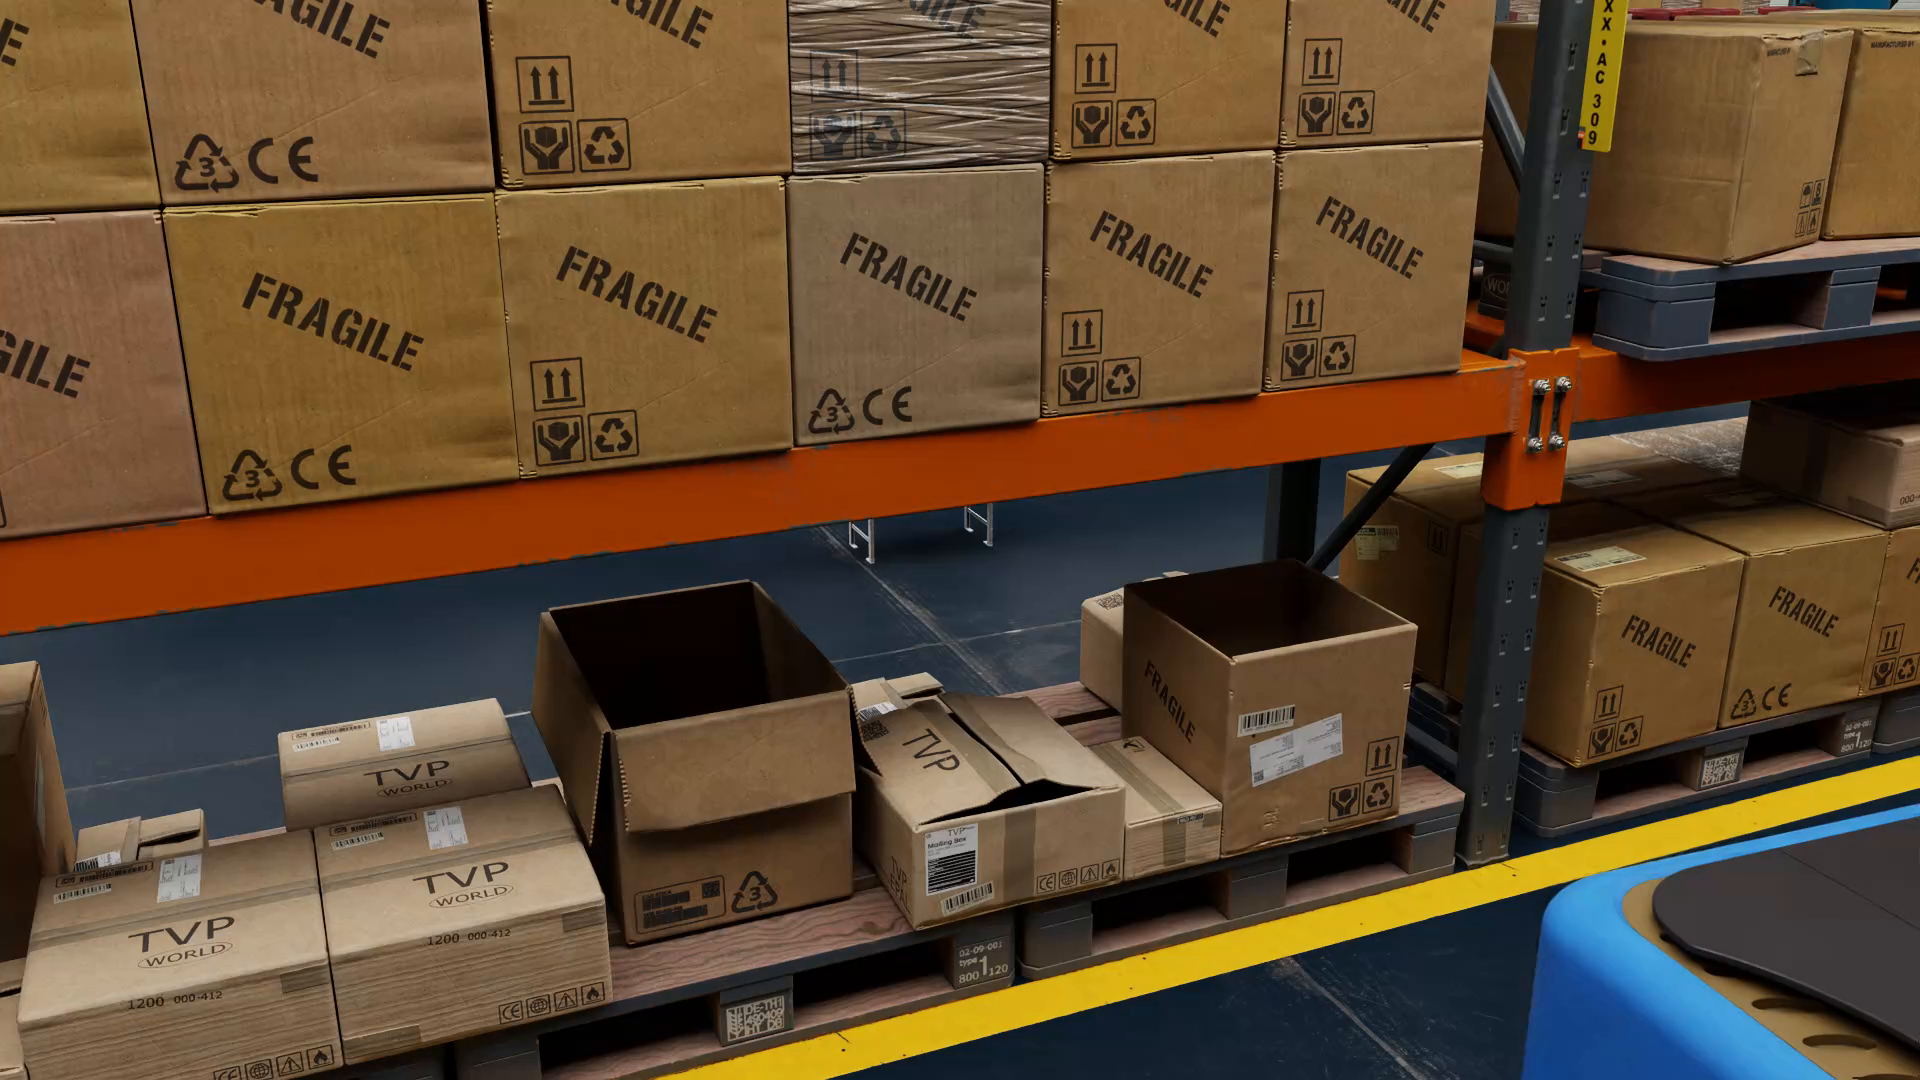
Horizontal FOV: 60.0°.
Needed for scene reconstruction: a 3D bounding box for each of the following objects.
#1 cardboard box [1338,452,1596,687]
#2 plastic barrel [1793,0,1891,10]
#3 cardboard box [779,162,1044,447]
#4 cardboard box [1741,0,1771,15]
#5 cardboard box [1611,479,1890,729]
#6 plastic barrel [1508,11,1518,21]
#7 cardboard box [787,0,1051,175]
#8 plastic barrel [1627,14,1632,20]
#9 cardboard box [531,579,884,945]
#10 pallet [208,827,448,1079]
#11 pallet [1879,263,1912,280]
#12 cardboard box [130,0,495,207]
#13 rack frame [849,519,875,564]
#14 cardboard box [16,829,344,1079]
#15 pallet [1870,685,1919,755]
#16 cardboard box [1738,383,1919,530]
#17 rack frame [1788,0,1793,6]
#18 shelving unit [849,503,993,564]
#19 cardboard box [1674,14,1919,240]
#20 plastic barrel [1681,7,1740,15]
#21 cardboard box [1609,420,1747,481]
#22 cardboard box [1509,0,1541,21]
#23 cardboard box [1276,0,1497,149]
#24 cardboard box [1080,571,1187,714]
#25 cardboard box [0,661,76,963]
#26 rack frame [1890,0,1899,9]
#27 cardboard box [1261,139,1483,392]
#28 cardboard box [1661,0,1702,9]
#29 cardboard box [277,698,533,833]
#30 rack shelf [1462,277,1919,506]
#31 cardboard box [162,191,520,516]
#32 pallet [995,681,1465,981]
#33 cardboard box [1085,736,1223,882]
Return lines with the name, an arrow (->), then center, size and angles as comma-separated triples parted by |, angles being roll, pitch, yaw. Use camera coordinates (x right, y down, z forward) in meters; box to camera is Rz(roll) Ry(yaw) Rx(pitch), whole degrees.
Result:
cardboard box -> 1.475, 0.072, 4.902 | 0.500, 0.500, 0.500 | -8, 21, -22
plastic barrel -> 6.047, -3.589, 11.443 | 0.708, 0.901, 0.600 | -8, 21, -22
cardboard box -> -0.166, -0.514, 3.314 | 0.500, 0.500, 0.500 | -8, 21, -21
cardboard box -> 7.717, -5.471, 16.944 | 0.500, 0.500, 0.875 | -8, 21, -22
cardboard box -> 2.161, 0.161, 4.648 | 0.500, 0.500, 0.500 | -8, 21, -21
plastic barrel -> 3.155, -3.002, 10.327 | 0.708, 0.536, 0.600 | -8, 21, -22
cardboard box -> -0.159, -0.986, 3.150 | 0.500, 0.500, 0.500 | -8, 21, -21
plastic barrel -> 4.096, -3.093, 10.622 | 0.421, 0.512, 0.421 | 0, 19, 0
cardboard box -> -0.588, 0.472, 3.763 | 0.637, 0.503, 0.797 | -8, 21, -22
pallet -> -1.736, 0.979, 3.423 | 1.213, 0.211, 1.003 | -8, 21, -22
pallet -> 3.024, -0.926, 4.923 | 1.213, 0.211, 1.003 | -8, 21, -22
cardboard box -> -1.088, -0.853, 2.772 | 0.500, 0.500, 0.500 | -8, 21, -21
rack frame -> -0.376, -0.512, 6.170 | 0.015, 1.200, 0.240 | -8, 21, -22
cardboard box -> -1.467, 0.818, 3.161 | 0.500, 0.250, 0.500 | -8, 21, -22
pallet -> 2.989, 0.288, 5.387 | 1.213, 0.211, 1.003 | -8, 21, -22
cardboard box -> 2.594, -0.250, 4.688 | 0.500, 0.250, 0.500 | -8, 21, -22
rack frame -> 8.233, -5.347, 17.192 | 0.127, 3.000, 1.000 | -8, 21, -22
shelving unit -> -0.152, -0.544, 6.261 | 0.503, 1.200, 0.258 | -8, 21, -22
cardboard box -> 2.265, -1.096, 4.336 | 0.500, 0.500, 0.700 | -5, 20, -13
plastic barrel -> 4.883, -3.219, 10.944 | 0.433, 0.535, 0.433 | 0, 19, 0
cardboard box -> 2.392, -0.056, 5.267 | 0.500, 0.500, 0.500 | -8, 21, -21
cardboard box -> 4.998, -5.049, 15.746 | 0.500, 0.500, 0.875 | -8, 21, -22
cardboard box -> 0.773, -1.121, 3.532 | 0.500, 0.500, 0.500 | -8, 21, -22
cardboard box -> 0.664, 0.303, 4.532 | 0.500, 0.311, 0.500 | -8, 21, -22
cardboard box -> -2.136, 0.604, 3.392 | 0.500, 0.500, 0.500 | -8, 21, -22
rack frame -> 6.522, -3.311, 11.408 | 0.127, 3.000, 1.000 | -8, 21, -22
cardboard box -> 0.778, -0.650, 3.702 | 0.500, 0.500, 0.500 | -8, 21, -21
cardboard box -> 6.829, -5.316, 16.504 | 0.500, 0.500, 0.875 | -8, 21, -22
cardboard box -> -1.252, 0.606, 3.762 | 0.500, 0.250, 0.500 | -8, 21, -22
rack shelf -> 2.971, -0.671, 4.994 | 4.000, 0.370, 1.077 | -8, 21, -22
cardboard box -> -1.092, -0.381, 2.936 | 0.500, 0.500, 0.500 | -8, 21, -22
pallet -> 0.504, 0.658, 4.335 | 1.213, 0.211, 1.003 | -8, 21, -22
cardboard box -> 0.404, 0.619, 3.877 | 0.250, 0.149, 0.380 | -8, 21, -22
